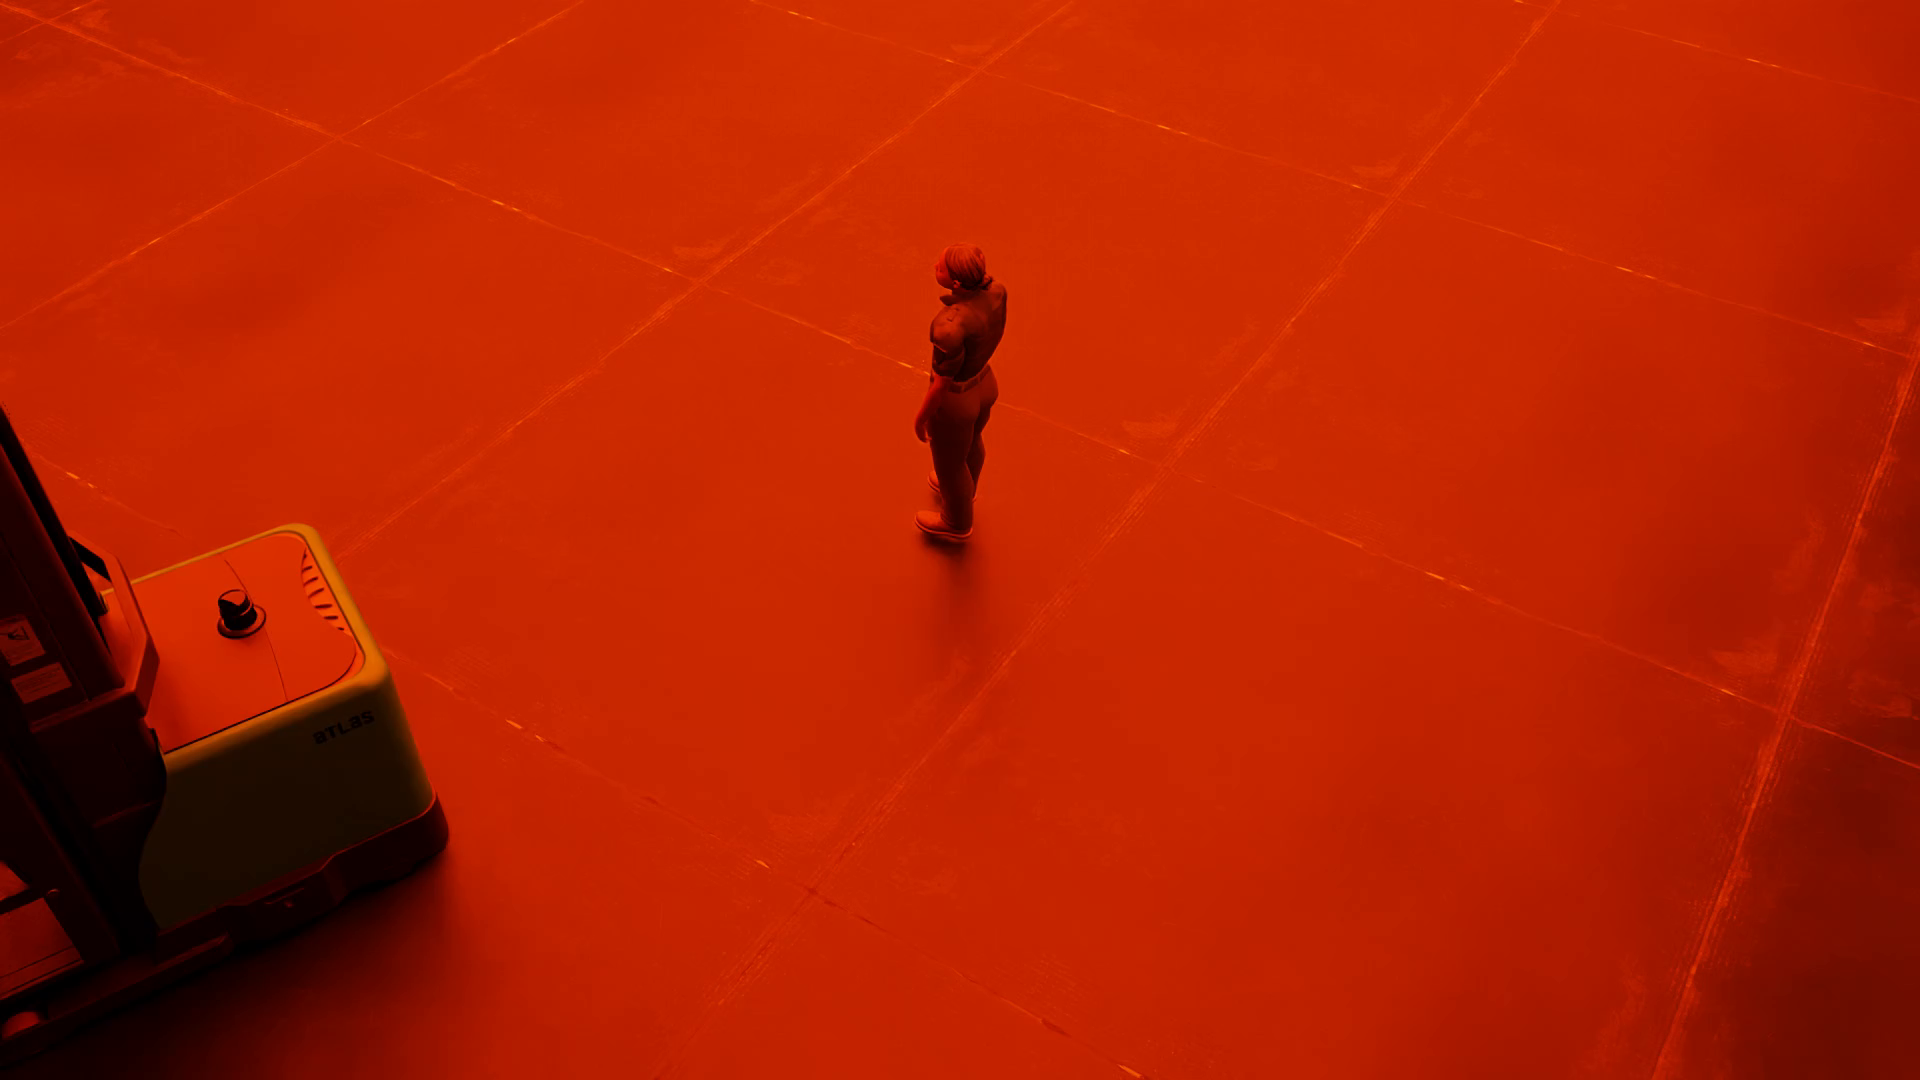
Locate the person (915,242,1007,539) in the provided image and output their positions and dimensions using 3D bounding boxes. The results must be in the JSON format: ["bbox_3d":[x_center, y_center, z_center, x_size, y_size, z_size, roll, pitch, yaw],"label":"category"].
[{"bbox_3d":[-0.063,-0.679,7.423,0.503,1.656,0.569,24,48,23],"label":"person"}]

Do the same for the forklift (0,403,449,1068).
[{"bbox_3d":[-3.556,0.451,5.373,3.031,2.935,1.130,-24,48,-23],"label":"forklift"}]
